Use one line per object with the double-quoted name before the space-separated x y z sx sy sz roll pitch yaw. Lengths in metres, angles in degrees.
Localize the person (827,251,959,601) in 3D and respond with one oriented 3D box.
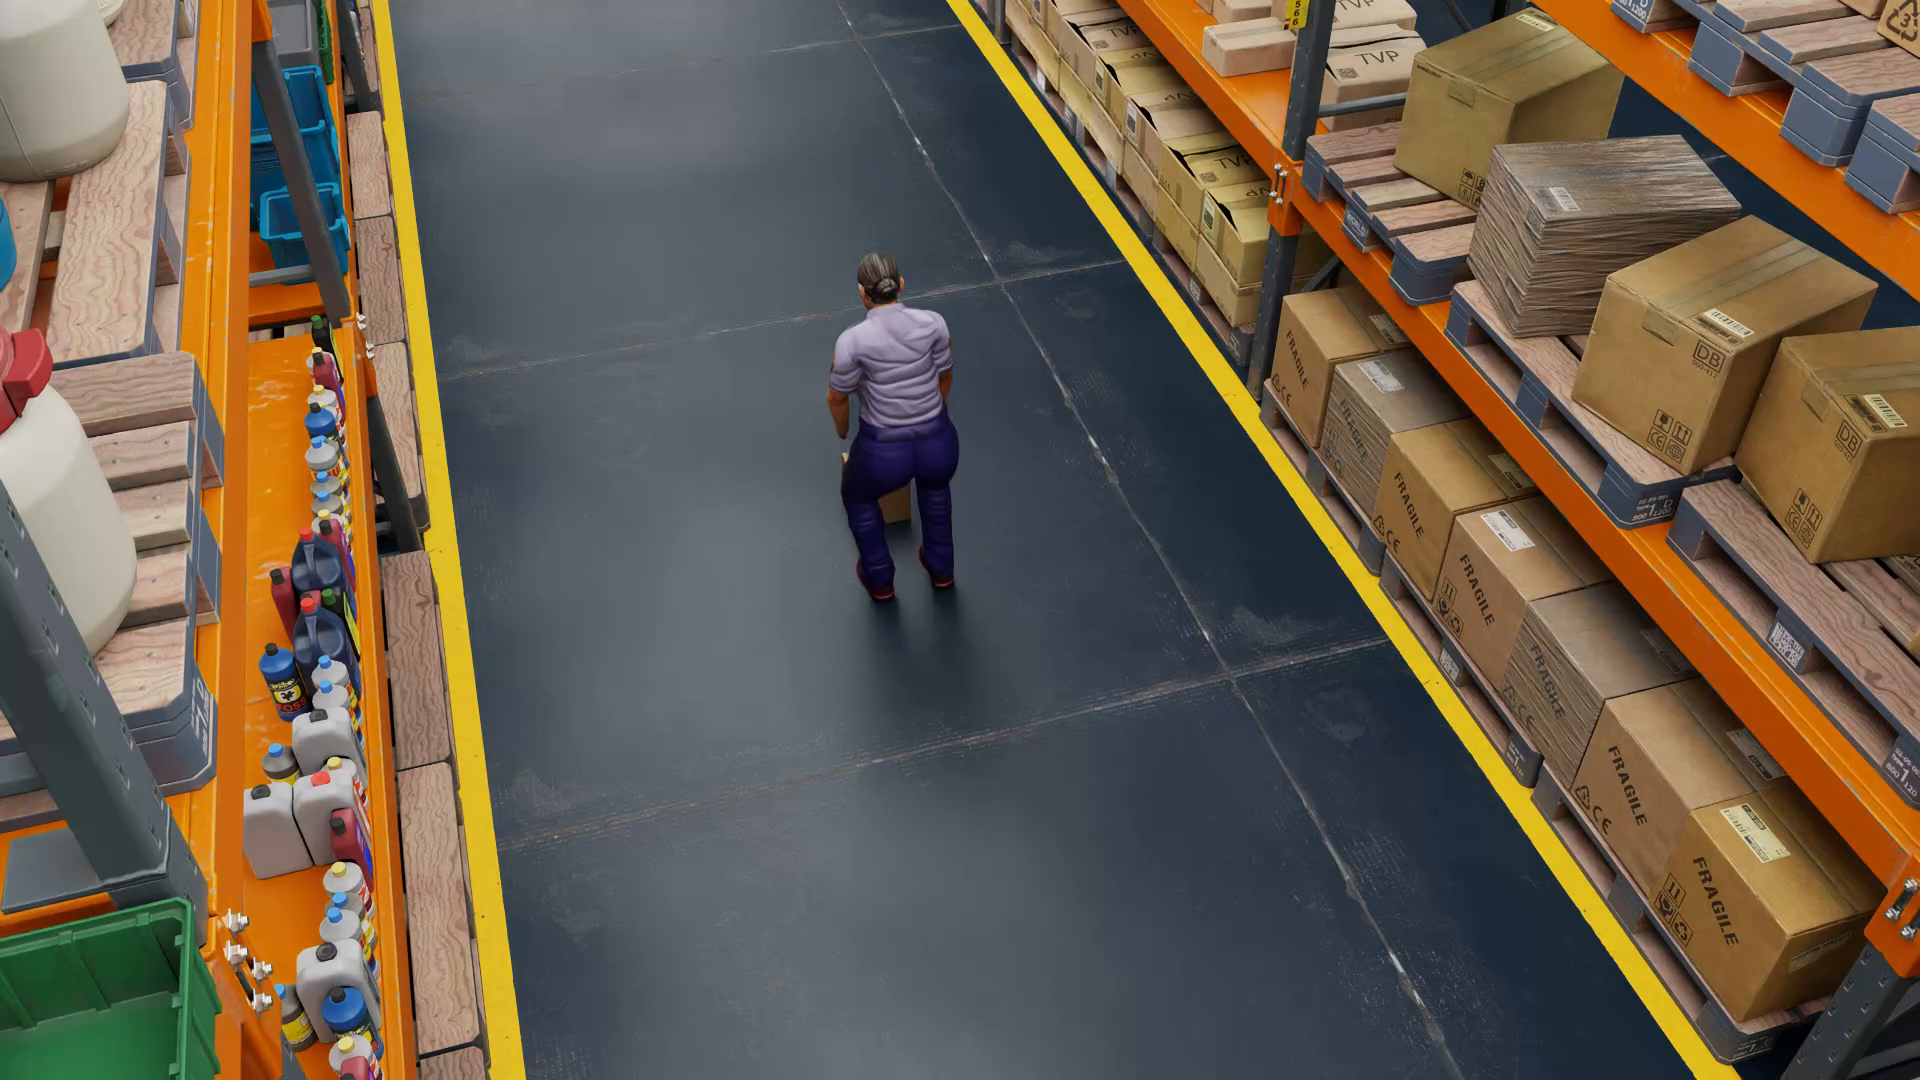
"person" -0.265 -0.406 6.701 0.515 1.546 0.485 -11 44 -12
